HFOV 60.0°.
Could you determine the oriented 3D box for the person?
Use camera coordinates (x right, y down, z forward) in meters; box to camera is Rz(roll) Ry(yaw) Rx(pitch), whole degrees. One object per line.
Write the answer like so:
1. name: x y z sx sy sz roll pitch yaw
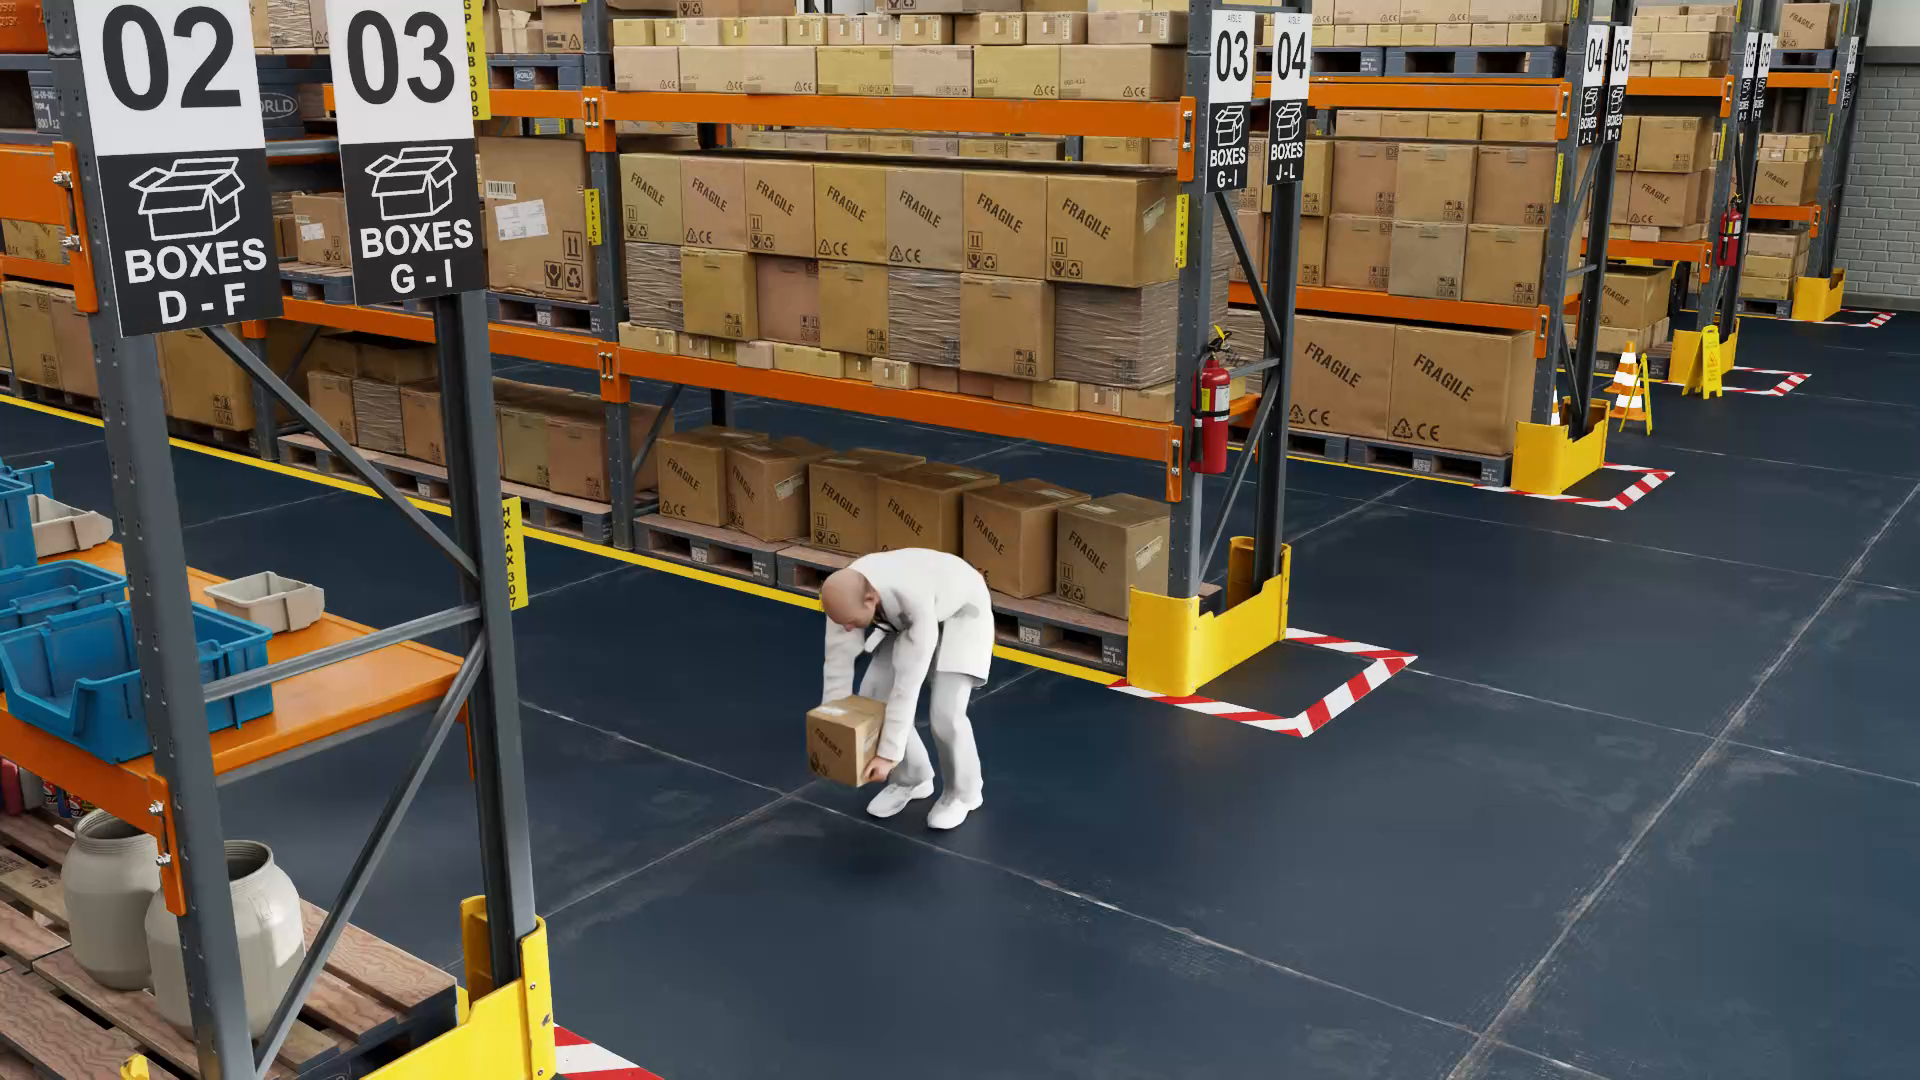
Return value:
1. person: -0.229 0.605 6.609 0.576 1.150 0.932 11 19 32
